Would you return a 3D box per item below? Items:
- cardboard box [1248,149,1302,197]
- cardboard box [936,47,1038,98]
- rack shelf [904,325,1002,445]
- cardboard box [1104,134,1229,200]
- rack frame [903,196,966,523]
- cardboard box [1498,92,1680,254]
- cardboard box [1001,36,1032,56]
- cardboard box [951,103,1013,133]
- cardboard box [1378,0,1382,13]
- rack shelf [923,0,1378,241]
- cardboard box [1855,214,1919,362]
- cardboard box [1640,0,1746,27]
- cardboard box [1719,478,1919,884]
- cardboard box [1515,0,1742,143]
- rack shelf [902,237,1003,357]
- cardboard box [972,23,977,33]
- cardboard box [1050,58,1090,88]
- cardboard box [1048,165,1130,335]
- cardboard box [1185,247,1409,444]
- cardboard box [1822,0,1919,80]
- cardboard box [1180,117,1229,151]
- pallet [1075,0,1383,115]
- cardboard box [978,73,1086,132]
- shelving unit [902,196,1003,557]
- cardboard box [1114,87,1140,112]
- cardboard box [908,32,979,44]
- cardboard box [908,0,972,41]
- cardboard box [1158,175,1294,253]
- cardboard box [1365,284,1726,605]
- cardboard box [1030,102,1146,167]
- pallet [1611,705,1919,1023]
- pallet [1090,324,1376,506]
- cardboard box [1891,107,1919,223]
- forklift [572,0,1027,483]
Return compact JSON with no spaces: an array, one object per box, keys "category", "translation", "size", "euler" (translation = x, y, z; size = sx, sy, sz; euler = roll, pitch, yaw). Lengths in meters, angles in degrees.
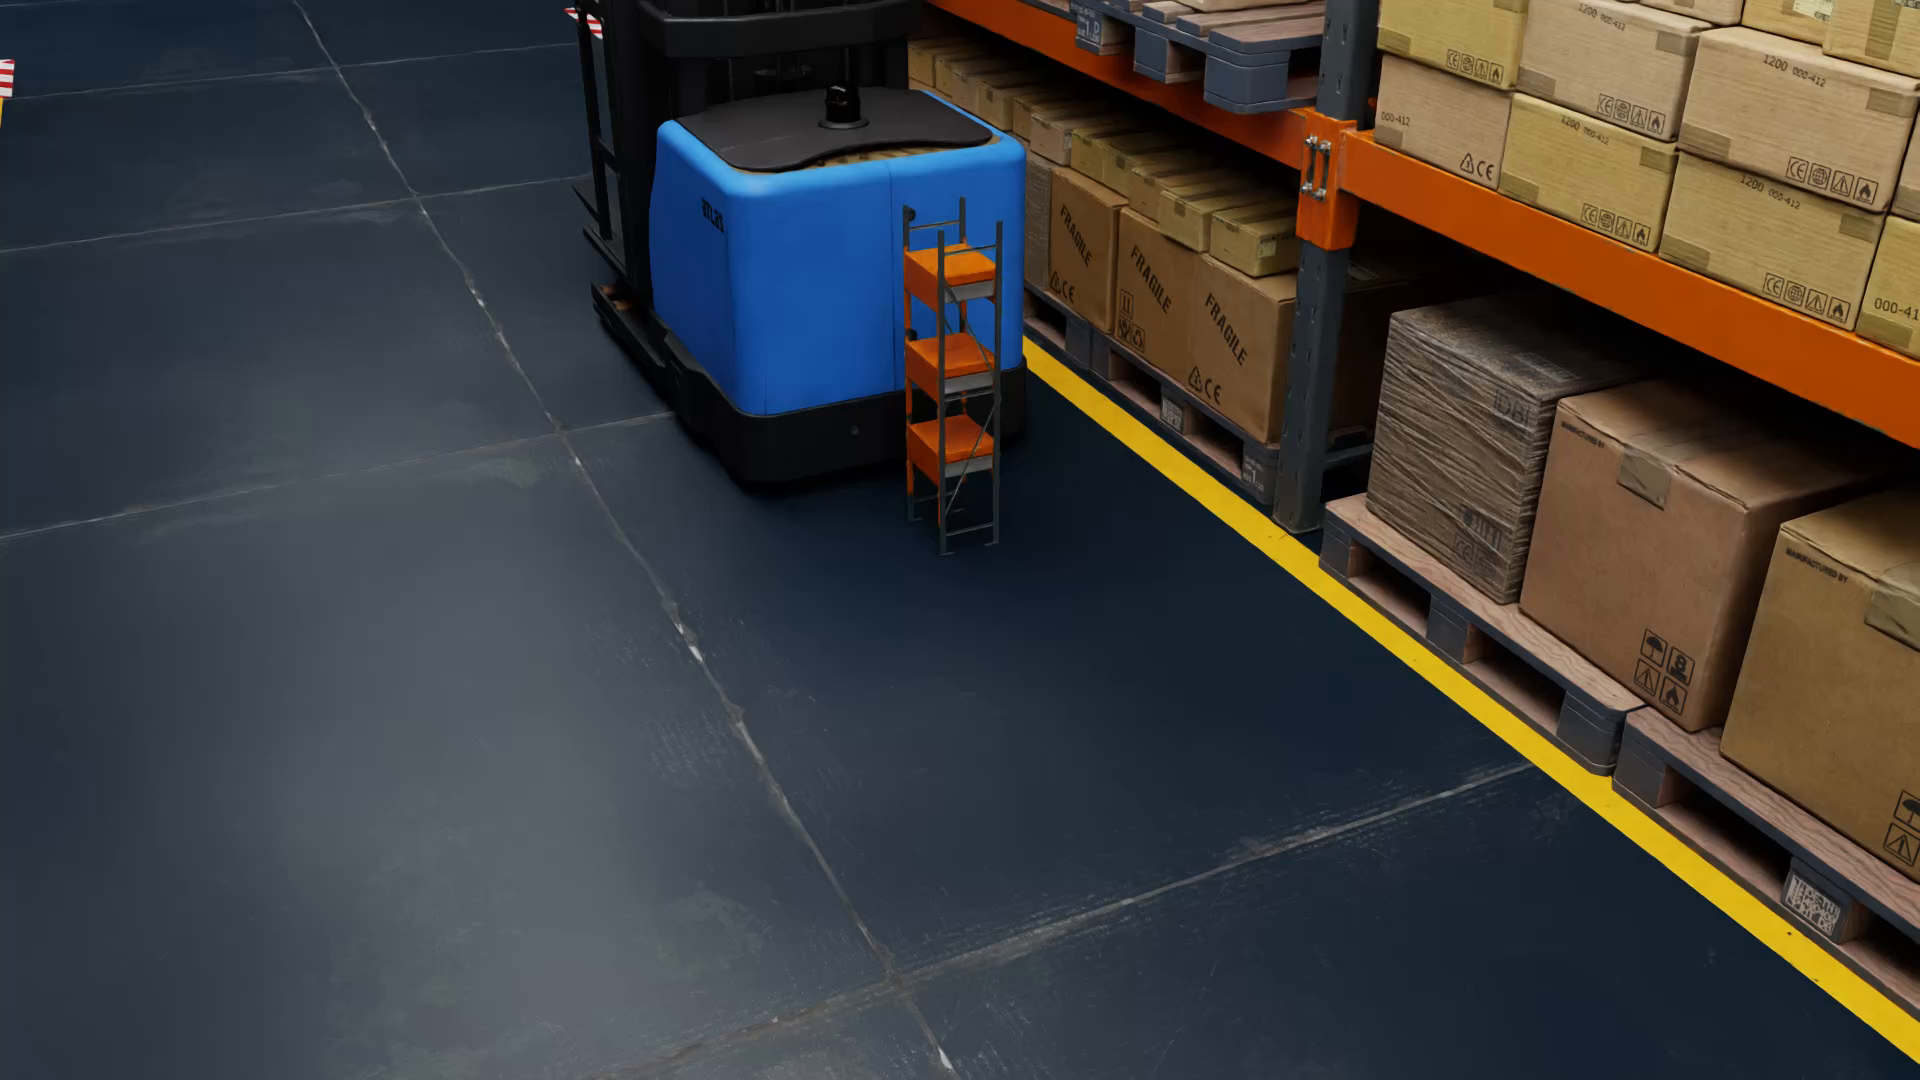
[{"category":"cardboard box","translation":[1.270,-1.336,6.029],"size":[0.380,0.149,0.250],"euler":[-13,32,-21]},{"category":"cardboard box","translation":[0.117,-2.041,7.287],"size":[0.380,0.149,0.250],"euler":[-14,32,-23]},{"category":"rack shelf","translation":[-0.023,-0.472,5.041],"size":[0.215,0.259,0.240],"euler":[-13,32,-22]},{"category":"cardboard box","translation":[0.750,-1.355,6.062],"size":[0.380,0.149,0.250],"euler":[-12,31,-21]},{"category":"rack frame","translation":[-0.075,-0.535,5.131],"size":[0.200,1.050,0.008],"euler":[-13,32,-22]},{"category":"cardboard box","translation":[1.663,-0.912,3.963],"size":[0.500,0.250,0.500],"euler":[-14,32,-23]},{"category":"cardboard box","translation":[0.412,-2.268,7.691],"size":[0.380,0.149,0.250],"euler":[-13,32,-21]},{"category":"cardboard box","translation":[0.216,-1.593,7.150],"size":[0.500,0.500,0.500],"euler":[-14,32,-23]},{"category":"cardboard box","translation":[1.402,-1.935,5.103],"size":[0.500,0.500,0.500],"euler":[-12,31,-20]},{"category":"rack shelf","translation":[0.623,-2.018,6.517],"size":[1.077,0.370,4.000],"euler":[-13,32,-22]},{"category":"cardboard box","translation":[2.111,-0.457,3.151],"size":[0.500,0.250,0.500],"euler":[-12,31,-20]},{"category":"cardboard box","translation":[1.725,-1.234,3.617],"size":[0.380,0.149,0.250],"euler":[-13,32,-21]},{"category":"cardboard box","translation":[2.314,0.267,3.705],"size":[0.875,0.625,0.625],"euler":[-14,32,-24]},{"category":"cardboard box","translation":[1.665,-1.132,3.844],"size":[0.500,0.250,0.500],"euler":[-12,31,-20]},{"category":"rack shelf","translation":[-0.023,-0.720,4.902],"size":[0.215,0.259,0.240],"euler":[-13,32,-22]},{"category":"cardboard box","translation":[0.183,-2.489,8.085],"size":[0.380,0.149,0.250],"euler":[-14,32,-24]},{"category":"cardboard box","translation":[0.616,-2.028,7.262],"size":[0.380,0.149,0.250],"euler":[-12,32,-21]},{"category":"cardboard box","translation":[0.673,-1.137,6.337],"size":[0.500,0.500,0.500],"euler":[-12,31,-20]},{"category":"cardboard box","translation":[1.106,-0.683,5.527],"size":[0.500,0.500,0.500],"euler":[-12,31,-21]},{"category":"cardboard box","translation":[1.916,-1.004,3.208],"size":[0.380,0.149,0.250],"euler":[-12,32,-21]},{"category":"cardboard box","translation":[1.081,-1.581,6.465],"size":[0.380,0.149,0.250],"euler":[-14,32,-23]},{"category":"pallet","translation":[1.127,-1.649,5.320],"size":[1.213,0.211,1.003],"euler":[-13,32,-22]},{"category":"cardboard box","translation":[0.295,-1.813,6.879],"size":[0.380,0.149,0.250],"euler":[-12,31,-20]},{"category":"shelving unit","translation":[-0.023,-0.482,5.035],"size":[0.215,1.050,0.252],"euler":[-13,32,-22]},{"category":"cardboard box","translation":[0.858,-1.808,6.871],"size":[0.380,0.149,0.250],"euler":[-14,32,-24]},{"category":"cardboard box","translation":[-0.133,-2.271,7.695],"size":[0.380,0.149,0.250],"euler":[-14,32,-23]},{"category":"cardboard box","translation":[-0.167,-2.402,7.625],"size":[0.380,0.149,0.250],"euler":[-15,32,-24]},{"category":"cardboard box","translation":[0.895,-1.103,5.613],"size":[0.380,0.149,0.250],"euler":[-15,33,-25]},{"category":"cardboard box","translation":[1.737,-0.317,4.747],"size":[0.875,0.625,0.625],"euler":[-12,31,-20]},{"category":"cardboard box","translation":[0.497,-1.581,6.465],"size":[0.380,0.149,0.250],"euler":[-15,32,-24]},{"category":"pallet","translation":[2.319,0.678,3.825],"size":[1.003,0.211,1.213],"euler":[-13,32,-22]},{"category":"pallet","translation":[1.195,-0.570,6.050],"size":[1.003,0.211,1.213],"euler":[-13,32,-22]},{"category":"cardboard box","translation":[2.116,-0.677,3.032],"size":[0.500,0.250,0.500],"euler":[-13,32,-21]},{"category":"forklift","translation":[-0.858,-2.161,6.108],"size":[1.130,2.935,3.031],"euler":[-13,32,-22]}]
